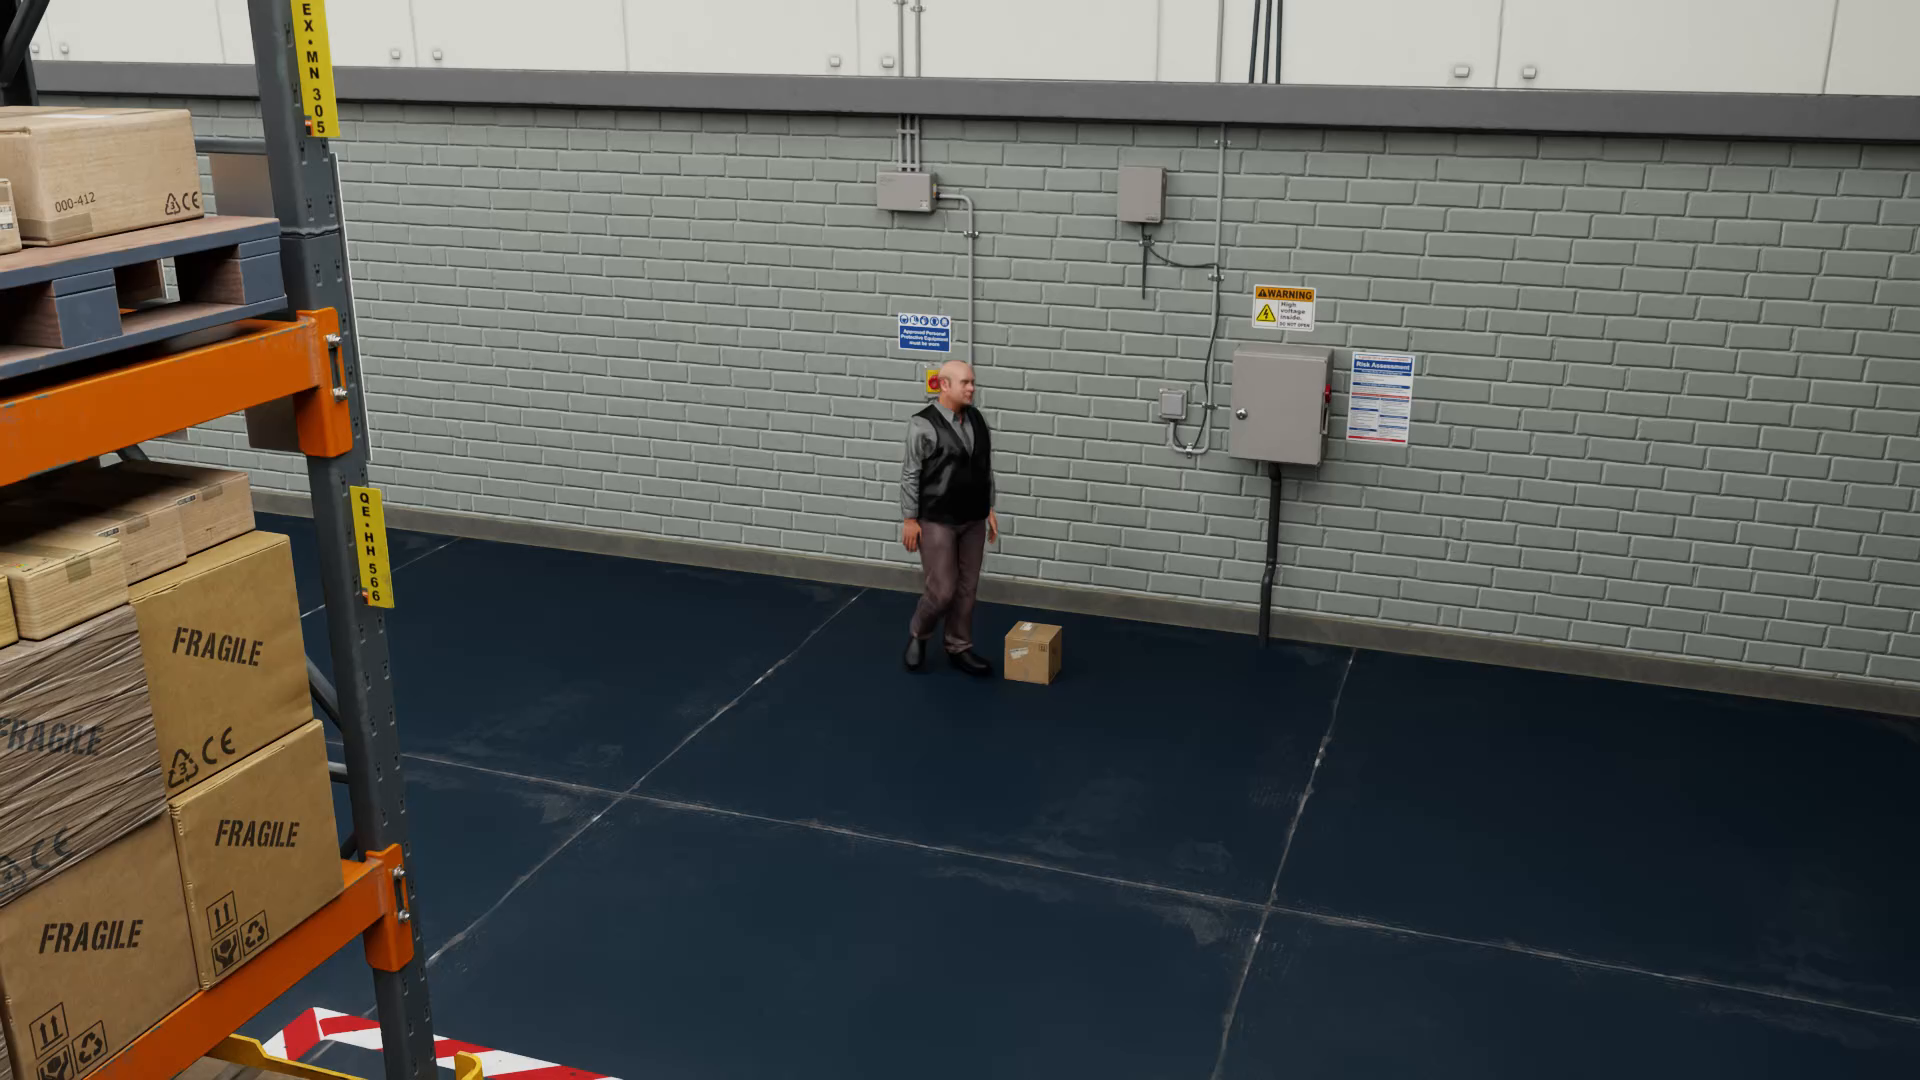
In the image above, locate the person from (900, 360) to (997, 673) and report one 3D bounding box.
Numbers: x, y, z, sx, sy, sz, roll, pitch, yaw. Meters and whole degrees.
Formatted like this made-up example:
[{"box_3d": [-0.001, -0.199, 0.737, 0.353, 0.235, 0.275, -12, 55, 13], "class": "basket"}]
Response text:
[{"box_3d": [-0.073, -0.112, 8.898, 0.569, 1.722, 0.458, -14, 23, -37], "class": "person"}]
